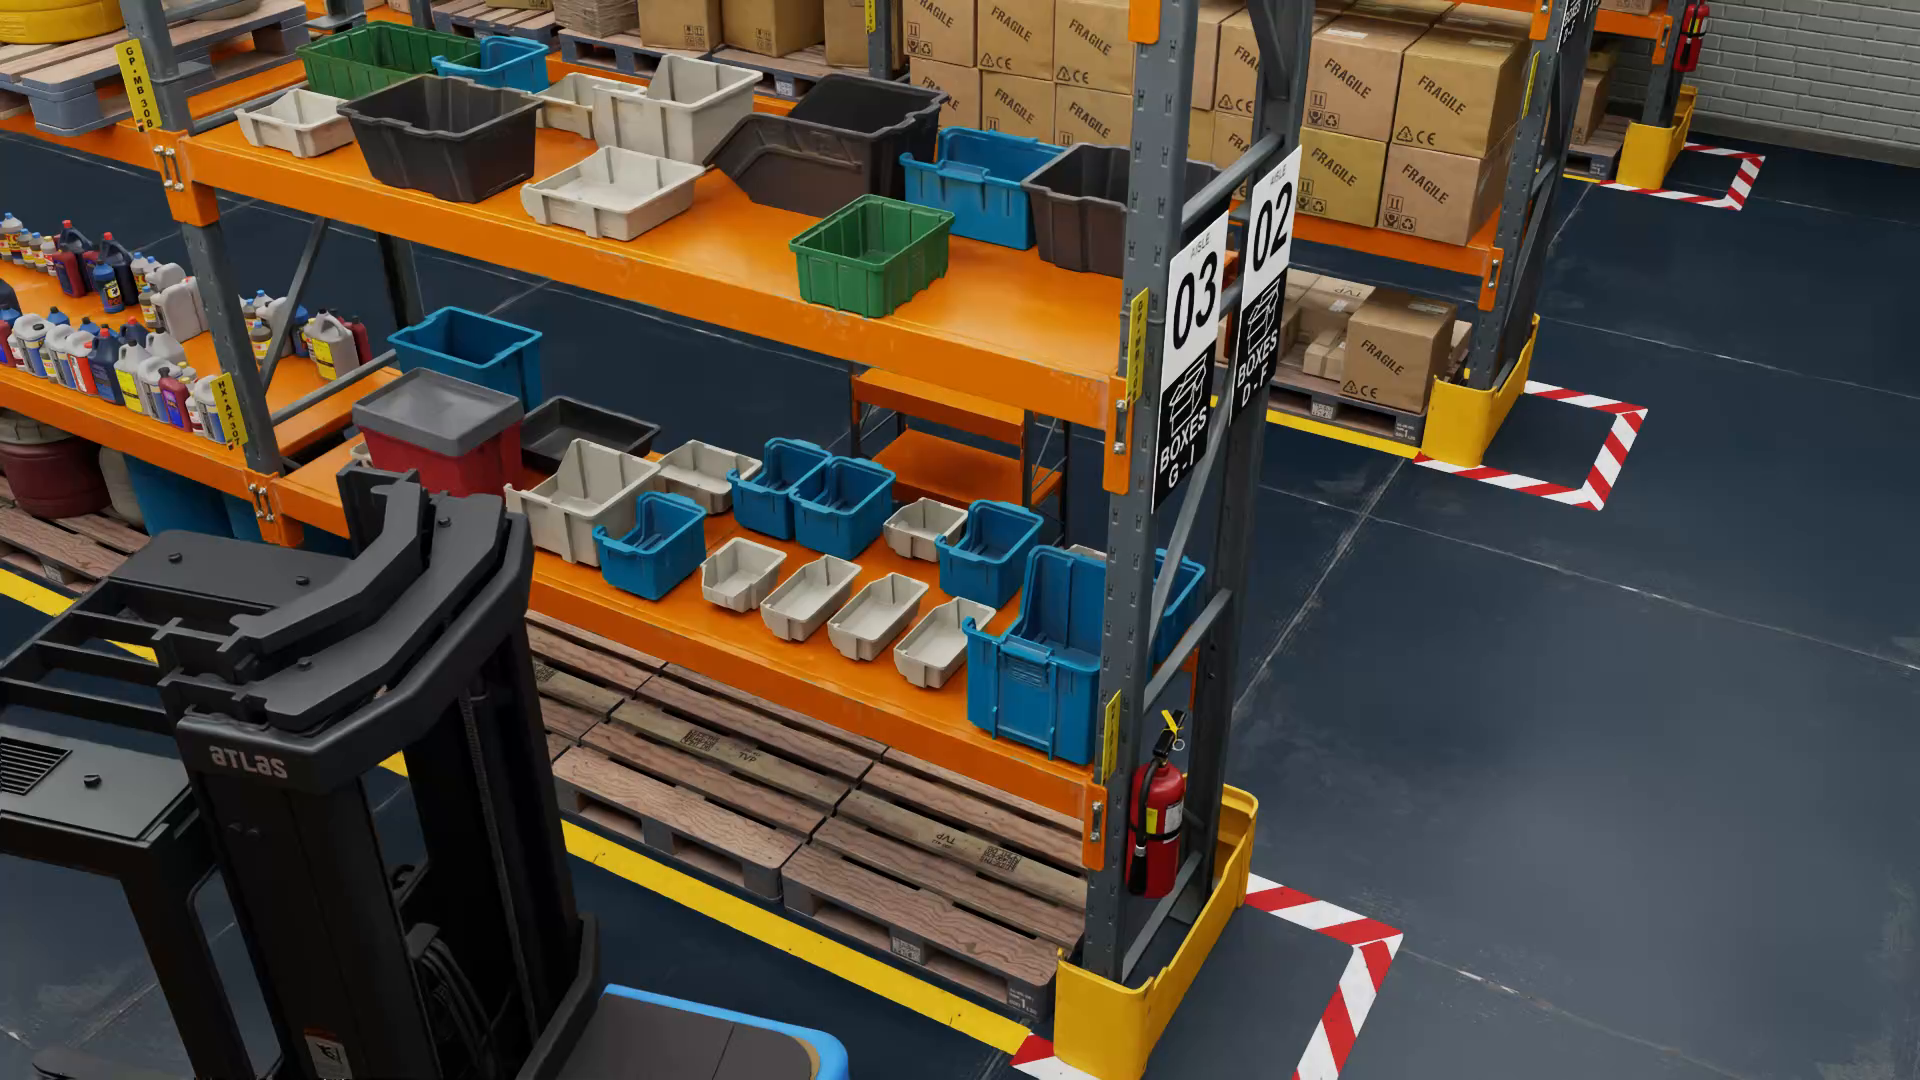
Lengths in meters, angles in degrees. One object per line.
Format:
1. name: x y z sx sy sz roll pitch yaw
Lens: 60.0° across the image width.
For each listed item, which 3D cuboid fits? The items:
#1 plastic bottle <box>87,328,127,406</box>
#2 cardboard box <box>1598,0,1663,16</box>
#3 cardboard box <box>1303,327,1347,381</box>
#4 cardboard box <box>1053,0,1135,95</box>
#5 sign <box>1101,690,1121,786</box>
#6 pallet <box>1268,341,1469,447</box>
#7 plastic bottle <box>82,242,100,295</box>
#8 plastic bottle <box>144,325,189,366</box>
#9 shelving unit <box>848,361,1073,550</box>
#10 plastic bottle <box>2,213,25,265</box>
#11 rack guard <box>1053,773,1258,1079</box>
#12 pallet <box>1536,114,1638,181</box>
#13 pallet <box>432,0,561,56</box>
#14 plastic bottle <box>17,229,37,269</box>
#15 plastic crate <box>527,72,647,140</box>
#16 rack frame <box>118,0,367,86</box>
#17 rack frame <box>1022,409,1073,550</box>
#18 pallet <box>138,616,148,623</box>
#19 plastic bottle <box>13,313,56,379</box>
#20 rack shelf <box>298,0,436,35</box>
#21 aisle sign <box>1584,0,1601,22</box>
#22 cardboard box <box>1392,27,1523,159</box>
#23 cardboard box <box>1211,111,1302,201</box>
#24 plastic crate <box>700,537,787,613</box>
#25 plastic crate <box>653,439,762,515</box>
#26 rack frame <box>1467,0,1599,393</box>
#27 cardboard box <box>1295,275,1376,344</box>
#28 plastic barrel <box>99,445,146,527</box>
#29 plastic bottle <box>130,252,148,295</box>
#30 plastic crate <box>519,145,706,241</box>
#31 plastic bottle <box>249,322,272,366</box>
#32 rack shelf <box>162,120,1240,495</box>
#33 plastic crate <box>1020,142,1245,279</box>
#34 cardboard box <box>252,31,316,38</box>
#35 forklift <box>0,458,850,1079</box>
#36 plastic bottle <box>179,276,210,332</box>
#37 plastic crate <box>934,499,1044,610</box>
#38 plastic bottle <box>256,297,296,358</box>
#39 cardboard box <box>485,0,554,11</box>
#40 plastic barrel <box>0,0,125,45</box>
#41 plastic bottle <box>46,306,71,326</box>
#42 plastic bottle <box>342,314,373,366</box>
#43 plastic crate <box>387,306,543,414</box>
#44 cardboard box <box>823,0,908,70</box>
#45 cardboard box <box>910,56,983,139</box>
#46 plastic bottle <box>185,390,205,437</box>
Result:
1. plastic bottle: -3.860 -0.803 7.564 0.185 0.351 0.144 18 37 24
2. cardboard box: 5.202 -4.605 12.959 0.700 0.700 0.980 19 38 26
3. cardboard box: 2.294 -1.149 10.200 0.250 0.166 0.380 18 37 24
4. cardboard box: 0.886 -2.969 9.781 0.500 0.500 0.500 16 37 23
5. sign: 0.475 0.624 5.230 0.005 0.325 0.100 18 37 24
6. pallet: 2.436 -1.038 10.390 1.213 0.211 1.003 18 37 24
7. plastic bottle: -4.410 -1.391 8.509 0.133 0.283 0.061 18 37 24
8. plastic bottle: -3.628 -0.821 7.592 0.185 0.351 0.144 18 37 24
9. shelving unit: 0.006 -0.466 8.706 1.048 1.125 0.538 18 37 24
10. plastic bottle: -5.019 -1.606 8.843 0.097 0.271 0.097 0 34 0
11. rack guard: 0.761 1.464 6.372 0.348 0.500 1.175 18 37 24
12. pallet: 4.917 -3.366 13.885 1.213 0.211 1.003 18 37 24
13. pallet: -3.127 -3.927 12.385 1.003 0.211 1.213 18 37 24
14. plastic bottle: -4.935 -1.551 8.822 0.097 0.201 0.097 0 34 0
15. plastic crate: -1.446 -1.649 6.323 0.466 0.136 0.293 18 37 24
16. rack frame: -2.739 -3.174 5.668 0.127 3.000 1.000 18 37 24
17. rack frame: 0.447 -0.327 8.496 0.032 1.125 0.500 18 37 24
18. pallet: -3.388 0.251 8.453 1.213 0.211 1.003 18 37 24
19. plastic bottle: -4.315 -0.918 7.805 0.135 0.276 0.152 18 37 24
20. rack shelf: -5.487 -4.410 13.587 4.000 0.370 1.077 18 37 24
21. aisle sign: 3.400 -3.164 8.721 0.004 0.787 0.394 18 37 24
22. cardboard box: 2.672 -2.407 8.938 0.500 0.500 0.500 17 37 24
23. cardboard box: 1.788 -2.274 9.640 0.500 0.500 0.500 18 38 25
24. plastic crate: -0.828 0.147 6.278 0.250 0.136 0.298 18 37 24
25. plastic crate: -1.078 -0.258 6.886 0.466 0.136 0.293 18 37 24
26. rack frame: 3.195 -1.960 9.257 0.127 3.000 1.000 18 37 24
27. cardboard box: 2.430 -1.422 10.534 0.500 0.250 0.500 18 37 24
28. plastic barrel: -4.263 -0.367 8.732 0.421 0.512 0.421 0 34 0
29. plastic bottle: -4.129 -1.324 8.419 0.097 0.271 0.097 0 34 0
30. plastic crate: -1.183 -1.165 5.595 0.530 0.136 0.437 18 37 24
31. plastic bottle: -3.315 -0.940 7.906 0.097 0.201 0.097 0 34 0
32. rack shelf: -1.002 -1.076 5.873 4.000 0.370 1.077 18 37 24
33. plastic crate: 0.538 -1.011 5.245 0.590 0.269 0.497 18 37 24
34. cardboard box: -5.843 -4.272 14.325 0.500 0.311 0.500 17 37 24
35. forklift: -1.888 1.175 4.613 3.031 2.935 1.130 9 35 13
36. plastic bottle: -3.756 -1.191 8.215 0.135 0.276 0.152 18 37 24
37. plastic crate: 0.111 0.060 6.321 0.300 0.233 0.416 18 37 24
38. plastic bottle: -3.269 -1.037 7.983 0.135 0.276 0.152 18 37 24
39. cardboard box: -3.148 -4.257 12.239 0.500 0.500 0.700 6 34 9
40. plastic barrel: -3.632 -2.332 6.562 0.600 0.588 0.600 0 34 0
41. plastic bottle: -4.269 -0.981 7.904 0.097 0.271 0.097 0 34 0
42. plastic bottle: -2.846 -0.935 7.823 0.133 0.283 0.061 18 37 24
43. plastic crate: -2.164 -0.731 7.373 0.575 0.384 0.392 18 37 24
44. cardboard box: -0.578 -3.514 11.122 0.500 0.500 0.700 6 34 9
45. cardboard box: 0.029 -2.830 10.474 0.500 0.500 0.500 19 38 26
46. plastic bottle: -3.356 -0.566 7.344 0.097 0.201 0.097 0 34 0
